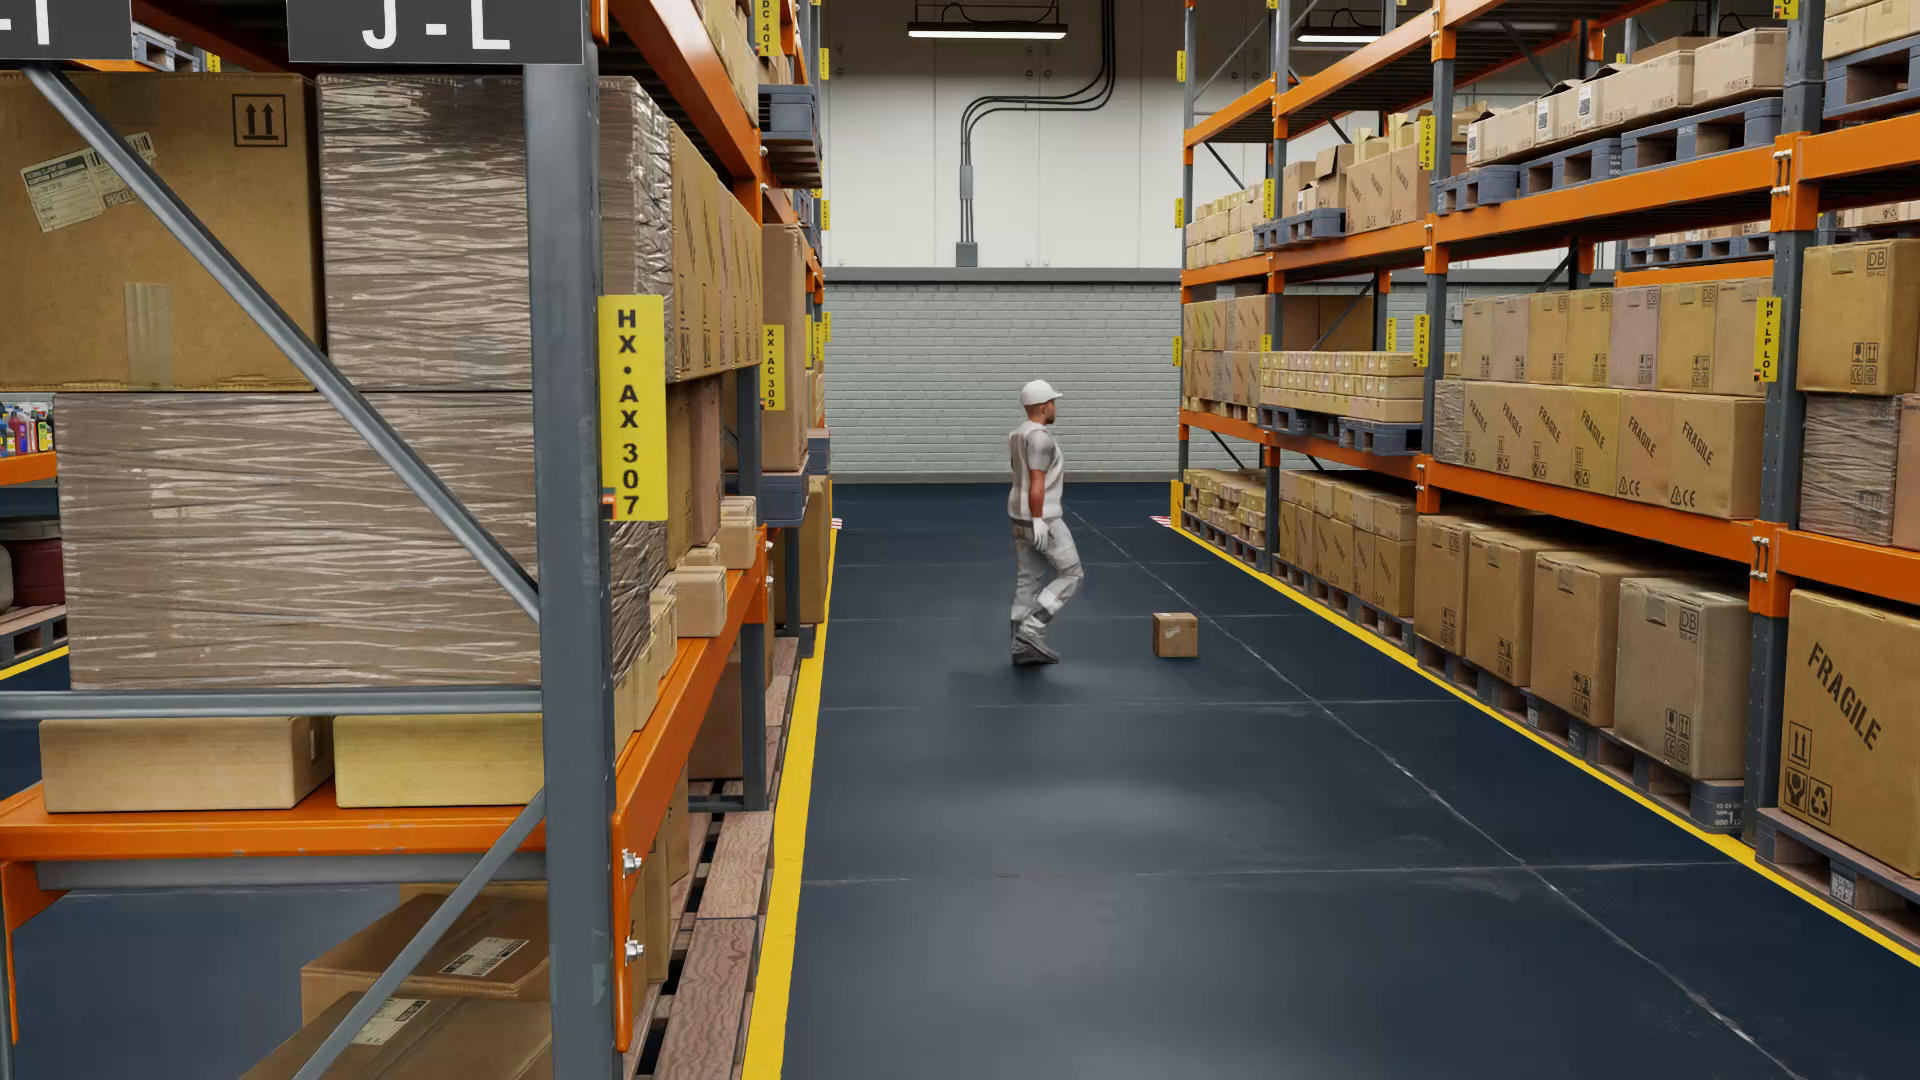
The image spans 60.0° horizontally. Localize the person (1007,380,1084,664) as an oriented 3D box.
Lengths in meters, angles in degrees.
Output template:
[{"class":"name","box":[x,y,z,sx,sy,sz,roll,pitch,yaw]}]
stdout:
[{"class":"person","box":[0.509,-0.113,10.494,0.450,1.788,0.570,-2,7,-19]}]
